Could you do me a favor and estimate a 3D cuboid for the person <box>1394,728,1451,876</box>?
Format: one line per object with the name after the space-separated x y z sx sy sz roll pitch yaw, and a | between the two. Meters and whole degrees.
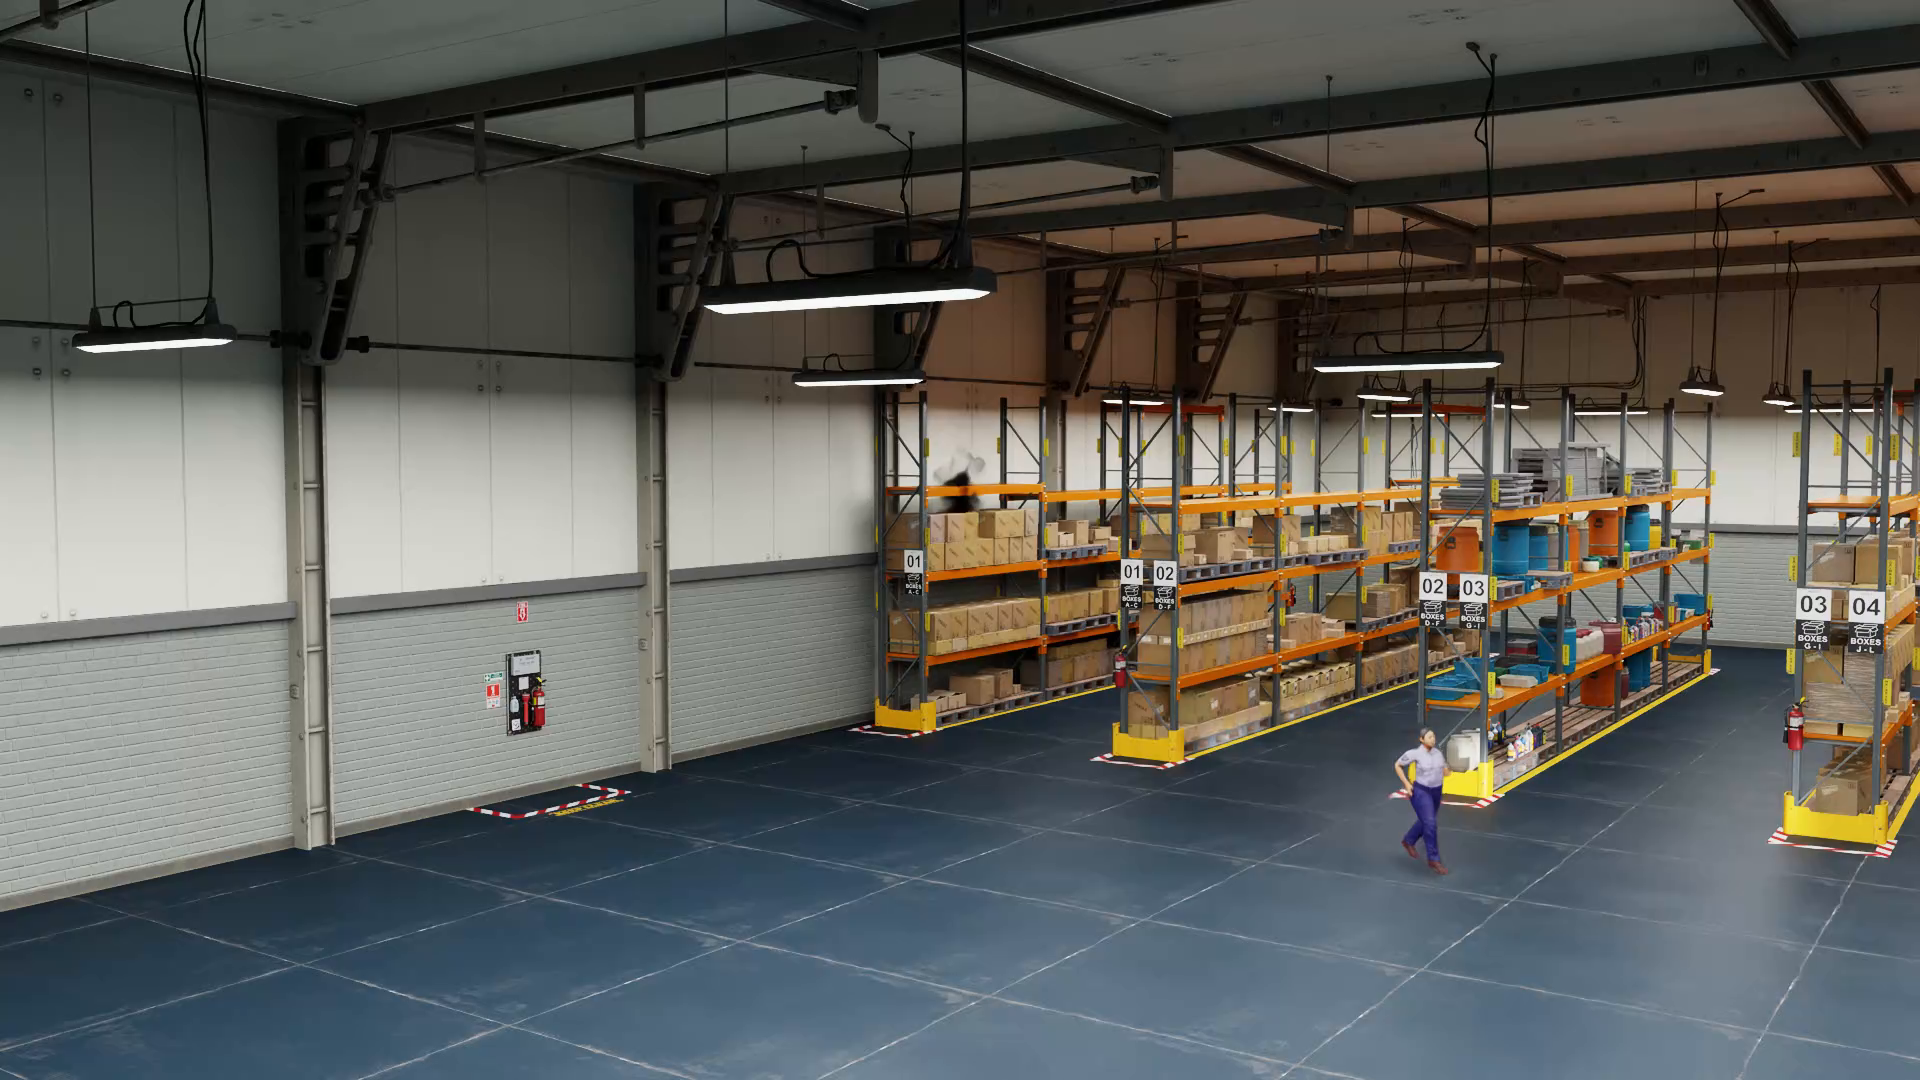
5.552 3.111 19.800 0.594 1.580 0.877 -2 4 -31 | person
